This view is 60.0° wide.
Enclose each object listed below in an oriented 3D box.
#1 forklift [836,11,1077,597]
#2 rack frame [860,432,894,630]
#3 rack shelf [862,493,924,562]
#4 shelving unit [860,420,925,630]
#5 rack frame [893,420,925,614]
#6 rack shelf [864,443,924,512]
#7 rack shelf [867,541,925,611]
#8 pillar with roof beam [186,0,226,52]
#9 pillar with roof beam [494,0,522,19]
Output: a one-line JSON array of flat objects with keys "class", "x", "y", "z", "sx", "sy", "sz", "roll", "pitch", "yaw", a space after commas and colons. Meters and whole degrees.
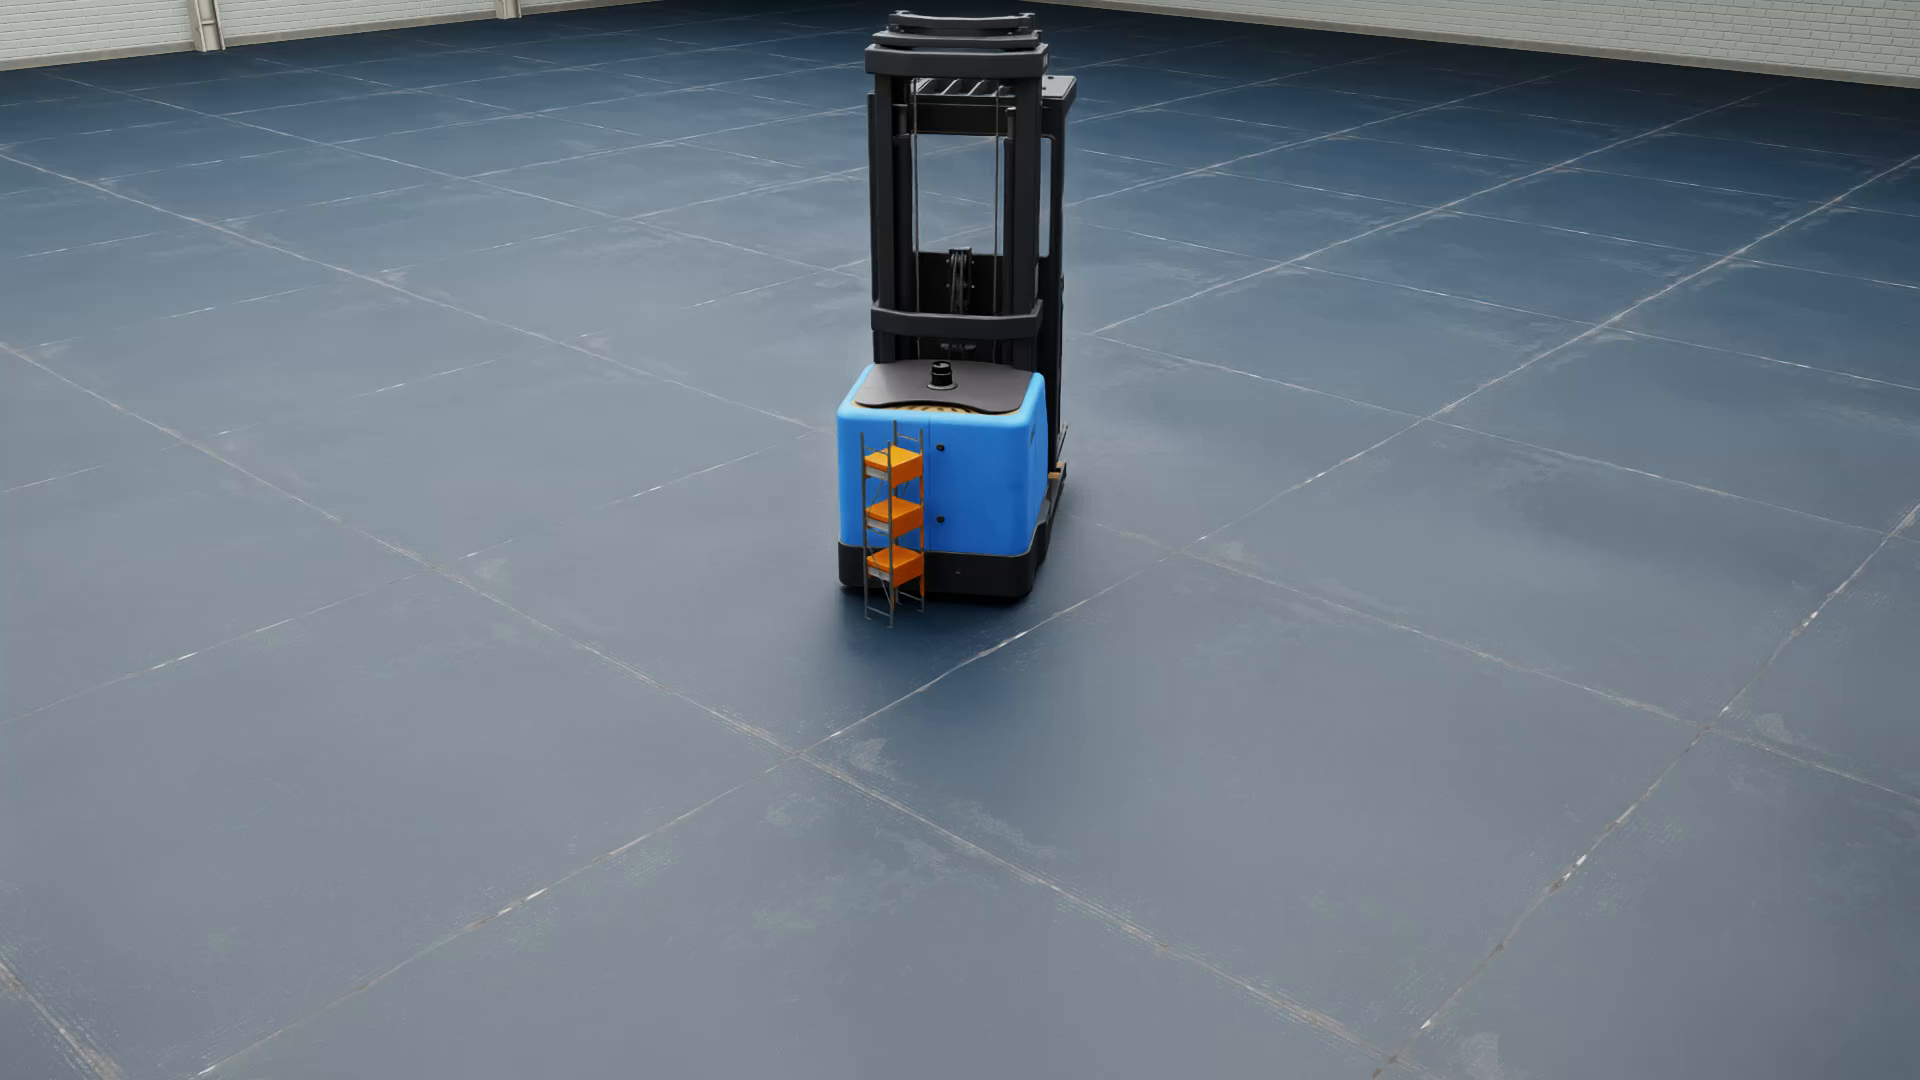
[{"class": "forklift", "x": 0.074, "y": -1.604, "z": 9.746, "sx": 1.130, "sy": 2.935, "sz": 3.031, "roll": 4, "pitch": 24, "yaw": 8}, {"class": "rack frame", "x": -0.425, "y": -0.037, "z": 8.549, "sx": 0.200, "sy": 1.050, "sz": 0.008, "roll": 19, "pitch": 31, "yaw": 36}, {"class": "rack shelf", "x": -0.346, "y": -0.066, "z": 8.638, "sx": 0.215, "sy": 0.259, "sz": 0.240, "roll": 19, "pitch": 31, "yaw": 36}, {"class": "shelving unit", "x": -0.346, "y": -0.075, "z": 8.634, "sx": 0.215, "sy": 1.050, "sz": 0.252, "roll": 19, "pitch": 31, "yaw": 36}, {"class": "rack frame", "x": -0.267, "y": -0.113, "z": 8.719, "sx": 0.200, "sy": 1.050, "sz": 0.008, "roll": 19, "pitch": 31, "yaw": 36}, {"class": "rack shelf", "x": -0.345, "y": -0.324, "z": 8.522, "sx": 0.215, "sy": 0.259, "sz": 0.240, "roll": 19, "pitch": 31, "yaw": 36}, {"class": "rack shelf", "x": -0.346, "y": 0.188, "z": 8.752, "sx": 0.215, "sy": 0.259, "sz": 0.240, "roll": 19, "pitch": 31, "yaw": 36}, {"class": "pillar with roof beam", "x": -9.639, "y": -11.333, "z": 24.028, "sx": 9.100, "sy": 9.000, "sz": 0.400, "roll": 20, "pitch": 31, "yaw": 38}, {"class": "pillar with roof beam", "x": -5.634, "y": -13.161, "z": 28.105, "sx": 9.100, "sy": 9.000, "sz": 0.400, "roll": 20, "pitch": 31, "yaw": 38}]
